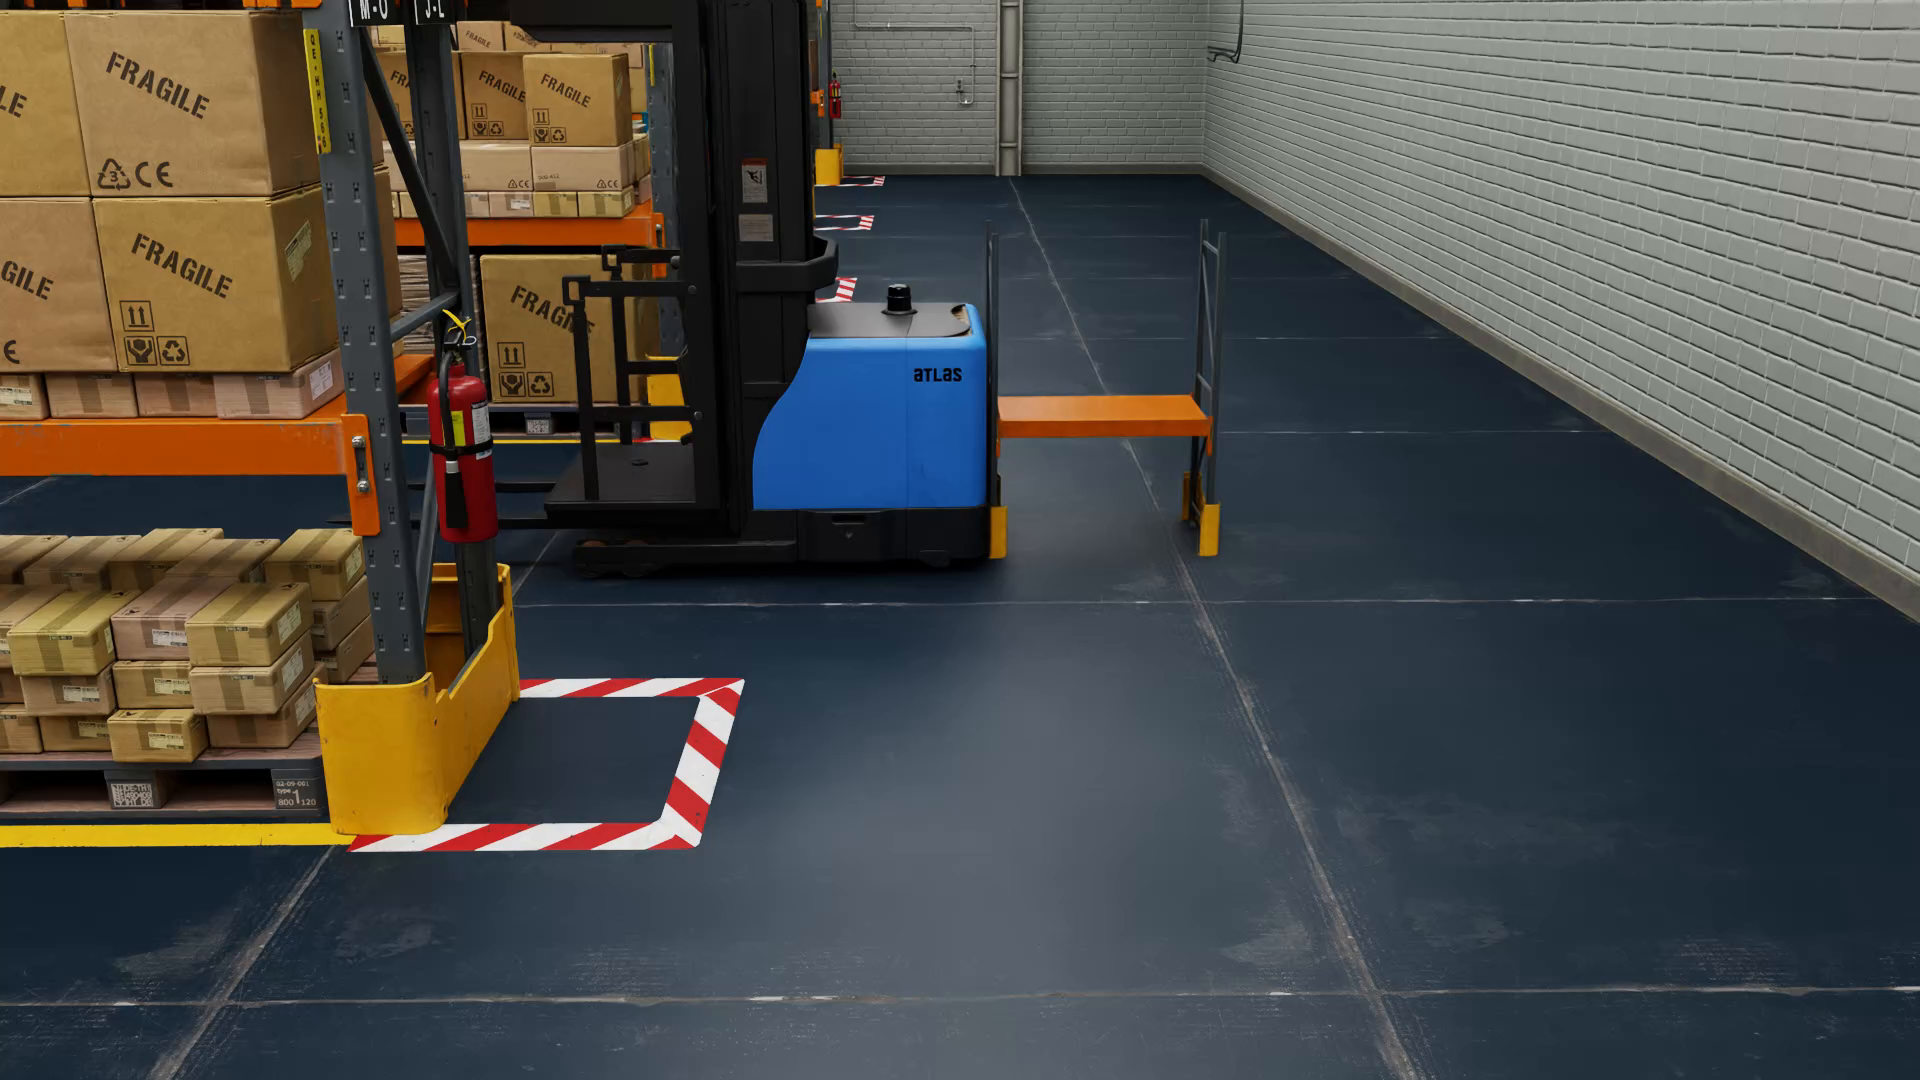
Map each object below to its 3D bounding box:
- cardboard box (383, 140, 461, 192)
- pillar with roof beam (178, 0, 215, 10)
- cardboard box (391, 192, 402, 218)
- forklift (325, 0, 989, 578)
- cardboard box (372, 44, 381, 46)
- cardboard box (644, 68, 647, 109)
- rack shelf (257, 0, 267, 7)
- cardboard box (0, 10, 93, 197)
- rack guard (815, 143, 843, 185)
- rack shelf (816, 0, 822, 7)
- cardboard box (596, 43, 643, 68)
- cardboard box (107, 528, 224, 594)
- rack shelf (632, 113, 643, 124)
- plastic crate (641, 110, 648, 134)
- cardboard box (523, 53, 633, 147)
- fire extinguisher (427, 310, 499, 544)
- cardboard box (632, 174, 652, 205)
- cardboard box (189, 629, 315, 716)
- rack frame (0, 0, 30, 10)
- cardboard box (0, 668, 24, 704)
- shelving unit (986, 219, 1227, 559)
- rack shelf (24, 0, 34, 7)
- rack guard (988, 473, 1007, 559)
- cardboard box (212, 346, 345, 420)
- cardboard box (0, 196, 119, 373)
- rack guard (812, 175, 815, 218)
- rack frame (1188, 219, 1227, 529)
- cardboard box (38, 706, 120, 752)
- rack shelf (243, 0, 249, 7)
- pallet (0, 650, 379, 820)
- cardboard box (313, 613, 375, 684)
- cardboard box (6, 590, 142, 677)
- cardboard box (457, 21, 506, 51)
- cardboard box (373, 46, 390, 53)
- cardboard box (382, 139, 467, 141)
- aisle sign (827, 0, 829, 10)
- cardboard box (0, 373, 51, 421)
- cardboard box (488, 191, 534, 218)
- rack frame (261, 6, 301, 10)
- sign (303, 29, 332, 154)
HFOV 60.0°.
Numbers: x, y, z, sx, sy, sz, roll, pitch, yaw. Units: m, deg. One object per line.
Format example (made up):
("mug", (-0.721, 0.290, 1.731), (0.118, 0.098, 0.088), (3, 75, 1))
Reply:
("cardboard box", (-3.211, -2.185, 9.707), (0.500, 0.250, 0.500), (-1, 18, -3))
("pillar with roof beam", (-11.194, -8.503, 19.821), (0.400, 9.000, 9.100), (0, 18, -1))
("cardboard box", (-3.346, -1.974, 9.703), (0.250, 0.149, 0.380), (0, 18, -1))
("forklift", (-1.397, -1.388, 7.576), (3.031, 2.935, 1.130), (-1, 18, -2))
("cardboard box", (-8.438, -6.828, 23.738), (0.500, 0.500, 0.500), (0, 18, -1))
("cardboard box", (-3.328, -5.187, 19.142), (0.500, 0.500, 0.500), (0, 18, 0))
("rack shelf", (-7.792, -4.773, 14.282), (4.000, 0.370, 1.077), (0, 18, -1))
("cardboard box", (-2.698, -1.272, 4.816), (0.500, 0.500, 0.500), (-1, 18, -3))
("rack guard", (-1.925, -5.551, 24.535), (0.348, 0.500, 1.175), (0, 18, -1))
("rack shelf", (-3.949, -7.818, 23.774), (4.000, 0.370, 1.077), (0, 18, -1))
("cardboard box", (-3.845, -5.657, 18.972), (0.500, 0.500, 0.500), (0, 18, 1))
("cardboard box", (-2.794, 0.085, 5.876), (0.250, 0.149, 0.380), (0, 18, -1))
("rack shelf", (-3.867, -4.876, 19.516), (4.000, 0.370, 1.077), (0, 18, -1))
("plastic crate", (-2.703, -3.761, 15.037), (0.300, 0.233, 0.416), (0, 18, -1))
("cardboard box", (-2.198, -2.548, 9.610), (0.500, 0.500, 0.500), (0, 18, 0))
("fire extinguisher", (-1.478, -0.334, 4.914), (0.183, 0.674, 0.296), (0, 18, -1))
("cardboard box", (-2.075, -2.183, 10.352), (0.250, 0.149, 0.380), (0, 18, 0))
("cardboard box", (-2.261, 0.418, 5.327), (0.250, 0.149, 0.380), (-1, 18, -2))
("rack frame", (-5.714, -2.184, 9.944), (0.127, 3.000, 1.000), (0, 18, -1))
("cardboard box", (-3.050, 0.391, 5.411), (0.250, 0.149, 0.380), (0, 18, -2))
("shelving unit", (0.665, -0.722, 7.844), (1.083, 1.500, 0.587), (-1, 18, -2))
("rack shelf", (-3.714, -3.279, 9.626), (4.000, 0.370, 1.077), (0, 18, -1))
("rack guard", (0.167, -0.122, 8.018), (0.087, 0.250, 0.587), (-1, 18, -2))
("cardboard box", (-2.059, -0.480, 5.045), (0.250, 0.149, 0.380), (0, 18, -1))
("cardboard box", (-2.698, -0.795, 4.965), (0.500, 0.500, 0.500), (-1, 18, -2))
("rack guard", (-1.943, -4.038, 19.817), (0.348, 0.500, 1.175), (0, 18, -1))
("rack frame", (1.164, -0.728, 7.861), (0.032, 1.500, 0.500), (-1, 18, -2))
("cardboard box", (-2.781, 0.543, 5.423), (0.250, 0.149, 0.380), (0, 18, -1))
("rack shelf", (-11.948, -7.779, 23.654), (4.000, 0.370, 1.077), (0, 18, -1))
("pallet", (-2.626, 0.634, 5.727), (1.213, 0.211, 1.003), (0, 18, -1))
("cardboard box", (-2.266, 0.375, 5.949), (0.250, 0.149, 0.380), (0, 18, 0))
("cardboard box", (-2.772, 0.290, 5.238), (0.250, 0.149, 0.380), (-1, 18, -2))
("cardboard box", (-5.391, -5.649, 18.947), (0.500, 0.500, 0.500), (0, 18, 1))
("cardboard box", (-7.031, -5.500, 19.432), (0.500, 0.500, 0.700), (3, 18, 8))
("cardboard box", (-3.221, -2.348, 10.214), (0.500, 0.250, 0.500), (-1, 18, -3))
("aisle sign", (-1.872, -7.888, 23.471), (0.004, 0.787, 0.394), (0, 18, -1))
("cardboard box", (-2.813, -0.476, 5.033), (0.250, 0.149, 0.380), (0, 18, 1))
("cardboard box", (-2.578, -1.979, 9.716), (0.250, 0.149, 0.380), (0, 18, -1))
("rack frame", (-5.792, -3.697, 14.660), (0.127, 3.000, 1.000), (0, 18, -1))
("sign", (-1.749, -1.220, 4.527), (0.005, 0.325, 0.100), (0, 18, -1))
